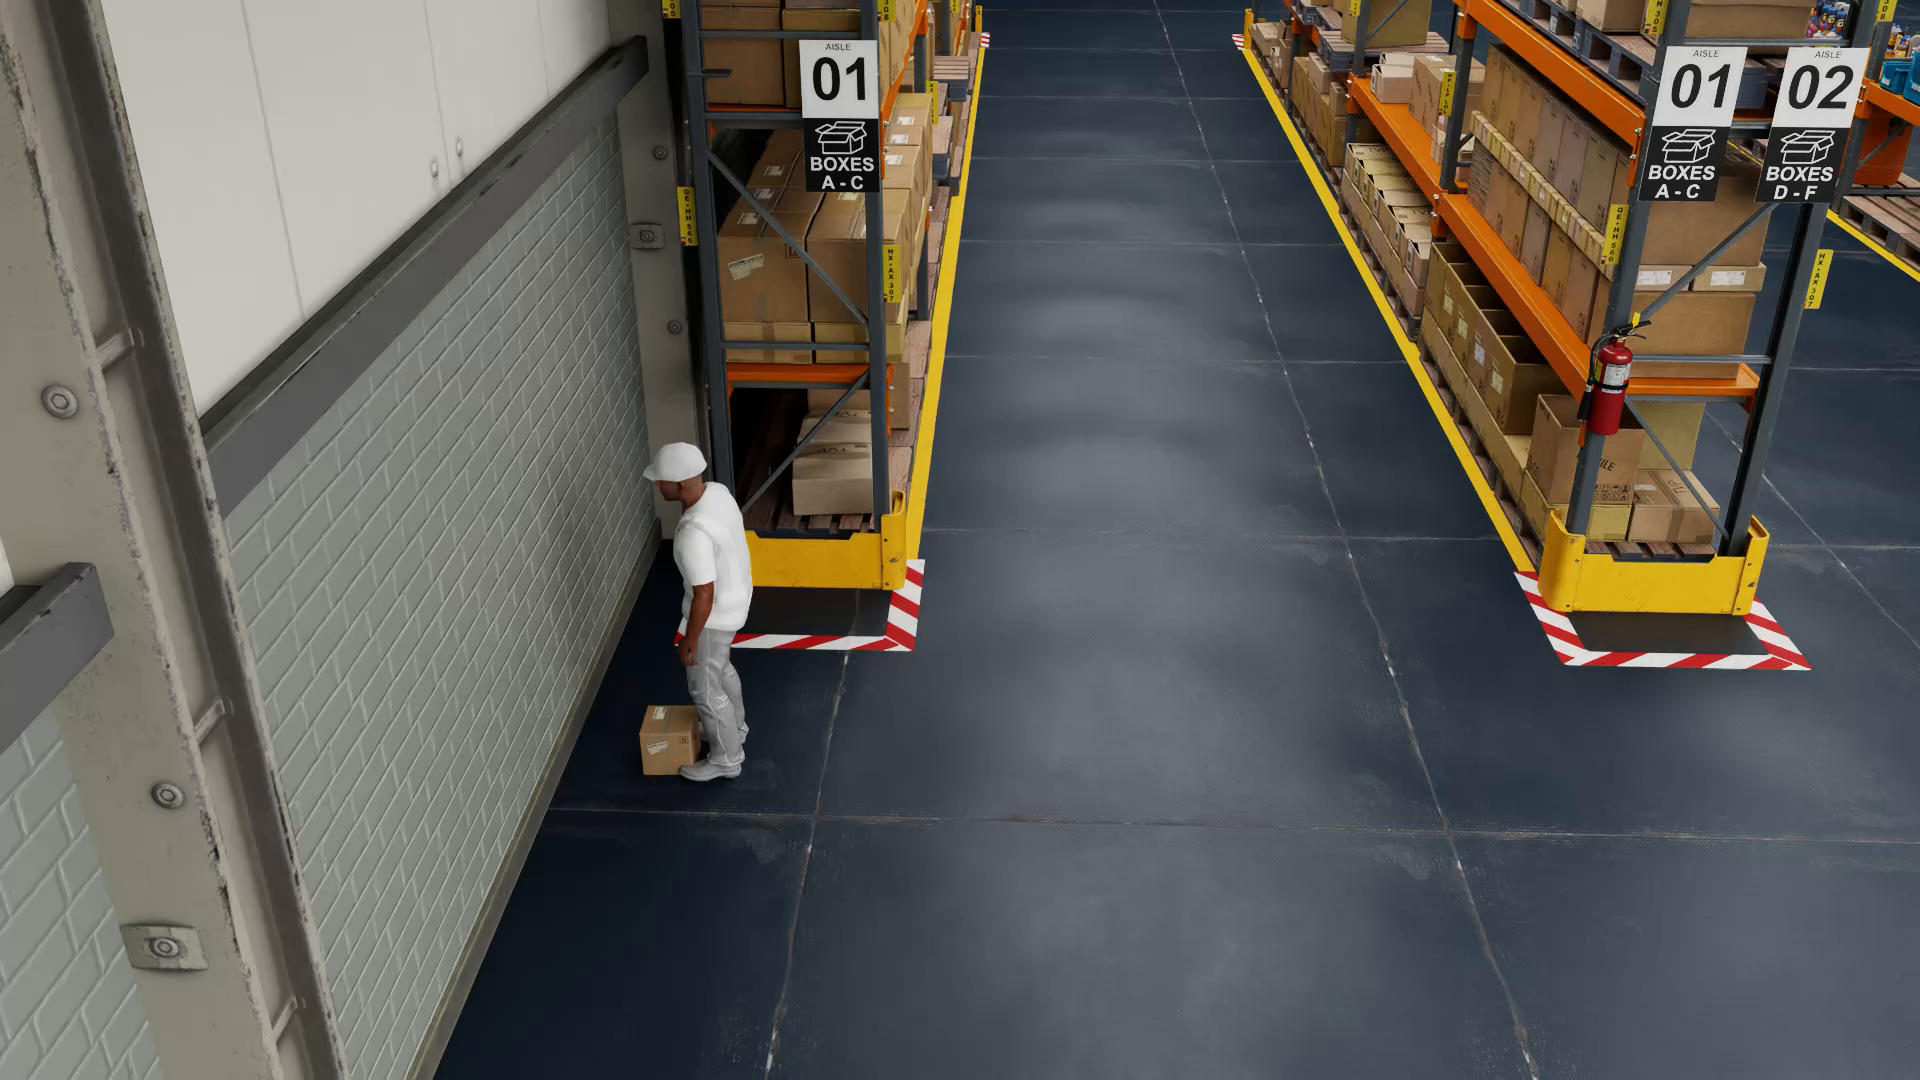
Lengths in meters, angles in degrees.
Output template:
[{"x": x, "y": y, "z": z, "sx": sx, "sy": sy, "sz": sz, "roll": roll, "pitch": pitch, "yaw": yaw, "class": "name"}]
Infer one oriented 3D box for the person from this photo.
[{"x": -1.221, "y": 0.331, "z": 7.974, "sx": 0.456, "sy": 1.761, "sz": 0.627, "roll": 1, "pitch": 28, "yaw": 2, "class": "person"}]
